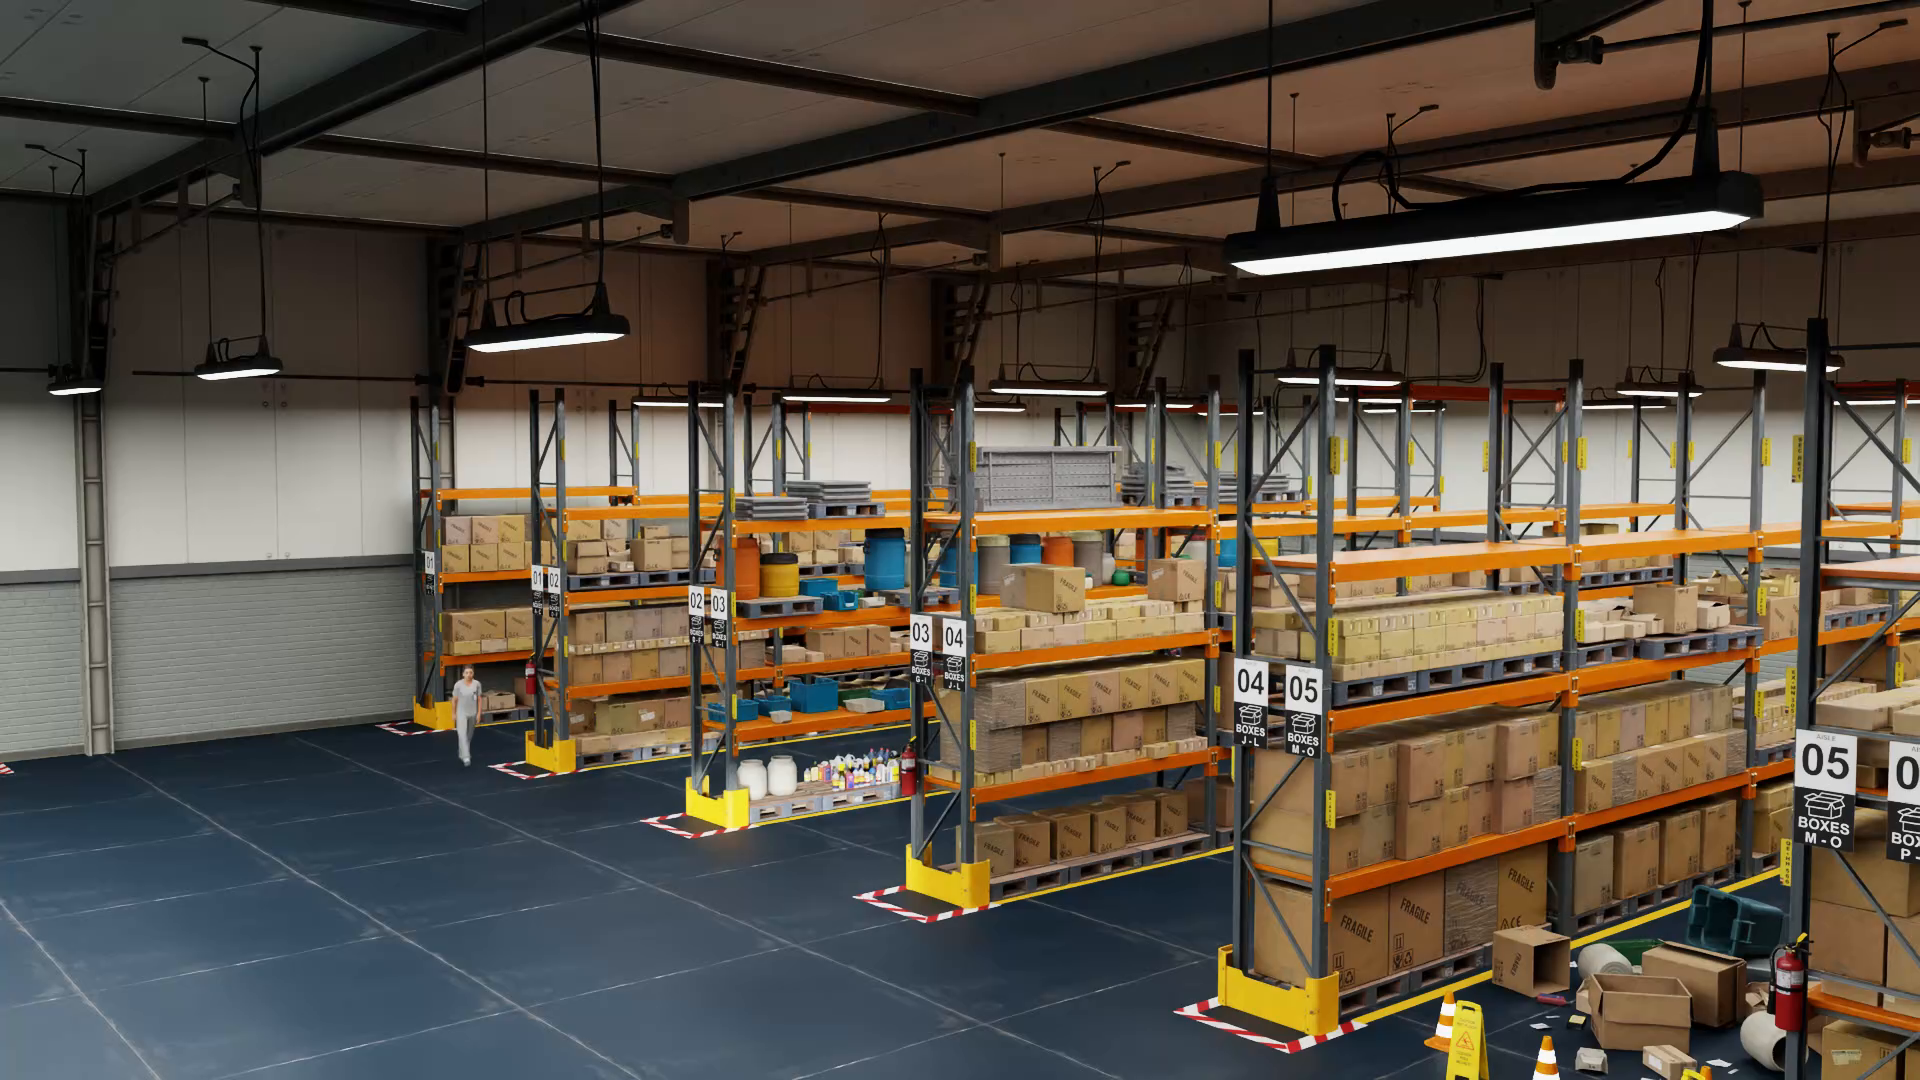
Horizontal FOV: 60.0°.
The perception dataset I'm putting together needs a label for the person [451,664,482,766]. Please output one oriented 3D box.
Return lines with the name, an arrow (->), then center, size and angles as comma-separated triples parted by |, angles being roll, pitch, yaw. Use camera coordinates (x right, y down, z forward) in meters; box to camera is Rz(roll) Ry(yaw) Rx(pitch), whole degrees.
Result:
person -> -7.851, 2.776, 26.501 | 0.486, 1.603, 1.069 | -3, 4, -37
